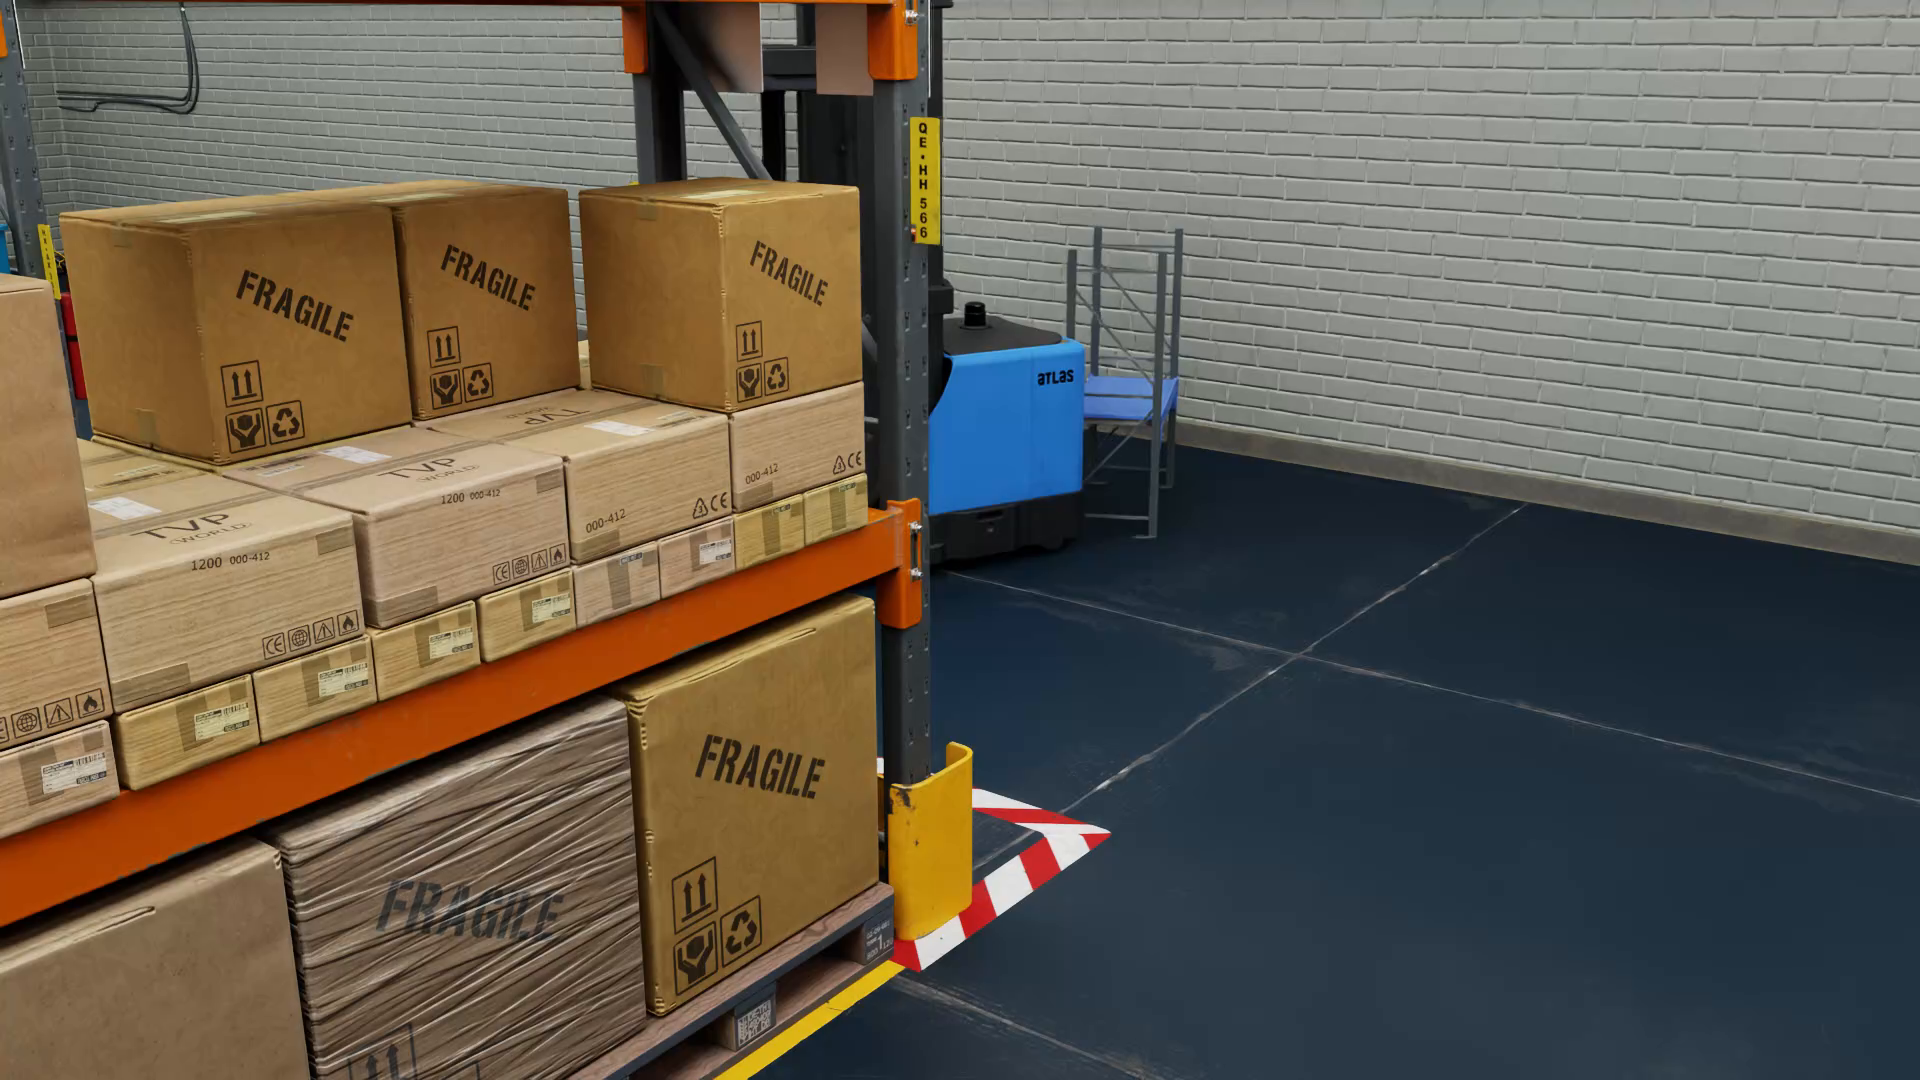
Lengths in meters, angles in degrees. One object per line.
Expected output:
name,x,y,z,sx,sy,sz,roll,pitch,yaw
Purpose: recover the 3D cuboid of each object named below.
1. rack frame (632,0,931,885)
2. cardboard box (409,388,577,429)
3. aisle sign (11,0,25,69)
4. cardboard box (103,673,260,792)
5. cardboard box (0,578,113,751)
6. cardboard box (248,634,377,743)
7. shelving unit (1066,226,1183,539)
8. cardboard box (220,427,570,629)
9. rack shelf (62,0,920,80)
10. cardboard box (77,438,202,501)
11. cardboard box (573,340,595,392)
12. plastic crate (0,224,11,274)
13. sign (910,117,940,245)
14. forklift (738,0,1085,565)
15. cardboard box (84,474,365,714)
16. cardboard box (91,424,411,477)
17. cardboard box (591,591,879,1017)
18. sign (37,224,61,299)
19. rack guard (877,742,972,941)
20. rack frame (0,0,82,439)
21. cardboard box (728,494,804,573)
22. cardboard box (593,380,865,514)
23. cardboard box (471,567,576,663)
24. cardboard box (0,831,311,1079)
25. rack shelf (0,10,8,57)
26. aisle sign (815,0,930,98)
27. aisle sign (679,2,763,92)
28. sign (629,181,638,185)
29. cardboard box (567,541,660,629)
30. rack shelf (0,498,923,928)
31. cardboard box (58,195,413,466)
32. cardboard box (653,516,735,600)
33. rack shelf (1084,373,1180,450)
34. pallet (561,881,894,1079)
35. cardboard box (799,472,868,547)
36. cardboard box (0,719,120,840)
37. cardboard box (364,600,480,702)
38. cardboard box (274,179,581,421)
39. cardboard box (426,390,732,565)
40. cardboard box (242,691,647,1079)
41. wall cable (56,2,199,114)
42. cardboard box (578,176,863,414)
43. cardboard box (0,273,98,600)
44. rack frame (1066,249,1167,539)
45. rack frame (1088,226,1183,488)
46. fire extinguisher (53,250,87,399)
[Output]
rack frame,-0.522,-0.376,4.898,1.000,3.000,0.127,12,21,35
cardboard box,-1.329,-0.255,4.259,0.500,0.250,0.500,12,21,34
aisle sign,-4.222,-2.458,7.219,0.394,0.787,0.004,12,21,35
cardboard box,-1.535,0.313,3.101,0.380,0.149,0.250,12,21,33
cardboard box,-1.811,0.198,2.799,0.500,0.250,0.500,13,22,36
cardboard box,-1.381,0.251,3.302,0.380,0.149,0.250,13,21,36
shelving unit,0.897,-0.890,9.082,0.538,1.500,1.048,4,18,11
cardboard box,-1.203,-0.043,3.574,0.500,0.250,0.500,12,21,33
rack shelf,-1.714,-0.989,3.026,1.077,0.370,4.000,12,21,35
cardboard box,-1.938,-0.011,3.473,0.500,0.250,0.500,12,21,34
cardboard box,-1.025,-0.380,4.662,0.500,0.250,0.500,12,21,33
plastic crate,-4.549,-1.184,7.339,0.616,0.435,0.499,12,21,35
sign,-0.095,-0.943,4.372,0.100,0.325,0.005,12,21,35
forklift,-0.893,-1.272,7.898,3.031,2.935,1.130,-10,20,-28
cardboard box,-1.511,0.082,3.172,0.500,0.250,0.500,12,21,35
cardboard box,-1.632,-0.136,3.876,0.500,0.250,0.500,12,21,33
cardboard box,-0.839,0.604,4.614,0.875,0.875,0.875,12,21,35
sign,-4.048,-1.236,7.392,0.100,0.325,0.005,12,21,35
rack guard,-0.508,0.812,5.287,1.175,0.500,0.348,12,21,35
rack frame,-4.500,-1.252,7.716,1.000,3.000,0.127,12,21,35
cardboard box,-0.623,-0.051,4.274,0.380,0.149,0.250,13,21,35
cardboard box,-0.598,-0.284,4.353,0.500,0.250,0.500,12,21,34
cardboard box,-1.077,0.130,3.691,0.380,0.149,0.250,12,21,33
cardboard box,-1.912,1.033,3.234,0.875,0.875,0.875,12,21,35
rack shelf,-5.692,-1.864,5.844,1.077,0.370,4.000,12,21,35
aisle sign,-0.238,-1.582,4.397,0.394,0.787,0.004,12,21,35
aisle sign,-0.720,-1.688,4.738,0.394,0.787,0.004,12,21,35
sign,-0.964,-0.927,5.078,0.100,0.325,0.005,12,21,35
cardboard box,-0.924,0.068,3.891,0.380,0.149,0.250,13,21,36
rack shelf,-1.714,0.444,3.471,1.077,0.370,4.000,12,21,35
cardboard box,-1.627,-0.495,3.766,0.500,0.500,0.500,12,21,33
cardboard box,-0.775,0.009,4.081,0.380,0.149,0.250,12,21,35
rack shelf,0.897,-0.719,9.135,0.538,0.185,1.000,4,18,11
pallet,-0.936,1.160,4.654,1.003,0.211,1.213,12,21,35
cardboard box,-0.470,-0.113,4.475,0.380,0.149,0.250,13,21,36
cardboard box,-1.690,0.376,2.899,0.380,0.149,0.250,13,21,35
cardboard box,-1.231,0.192,3.491,0.380,0.149,0.250,13,21,35
cardboard box,-1.323,-0.619,4.167,0.500,0.500,0.500,12,21,33
cardboard box,-0.901,-0.164,3.965,0.500,0.250,0.500,12,21,34
cardboard box,-1.381,0.821,3.916,0.875,0.875,0.875,12,21,35
wall cable,-8.799,-5.668,17.059,3.097,2.526,0.112,12,21,35
cardboard box,-0.601,-0.642,4.242,0.500,0.500,0.500,13,21,35
cardboard box,-1.809,-0.162,2.694,0.500,0.500,0.500,12,21,33
rack frame,0.793,-0.743,8.607,0.500,1.500,0.032,4,18,11
rack frame,1.001,-1.038,9.557,0.500,1.500,0.032,4,18,11
fire extinguisher,-4.045,-0.992,7.640,0.296,0.674,0.183,12,21,35
